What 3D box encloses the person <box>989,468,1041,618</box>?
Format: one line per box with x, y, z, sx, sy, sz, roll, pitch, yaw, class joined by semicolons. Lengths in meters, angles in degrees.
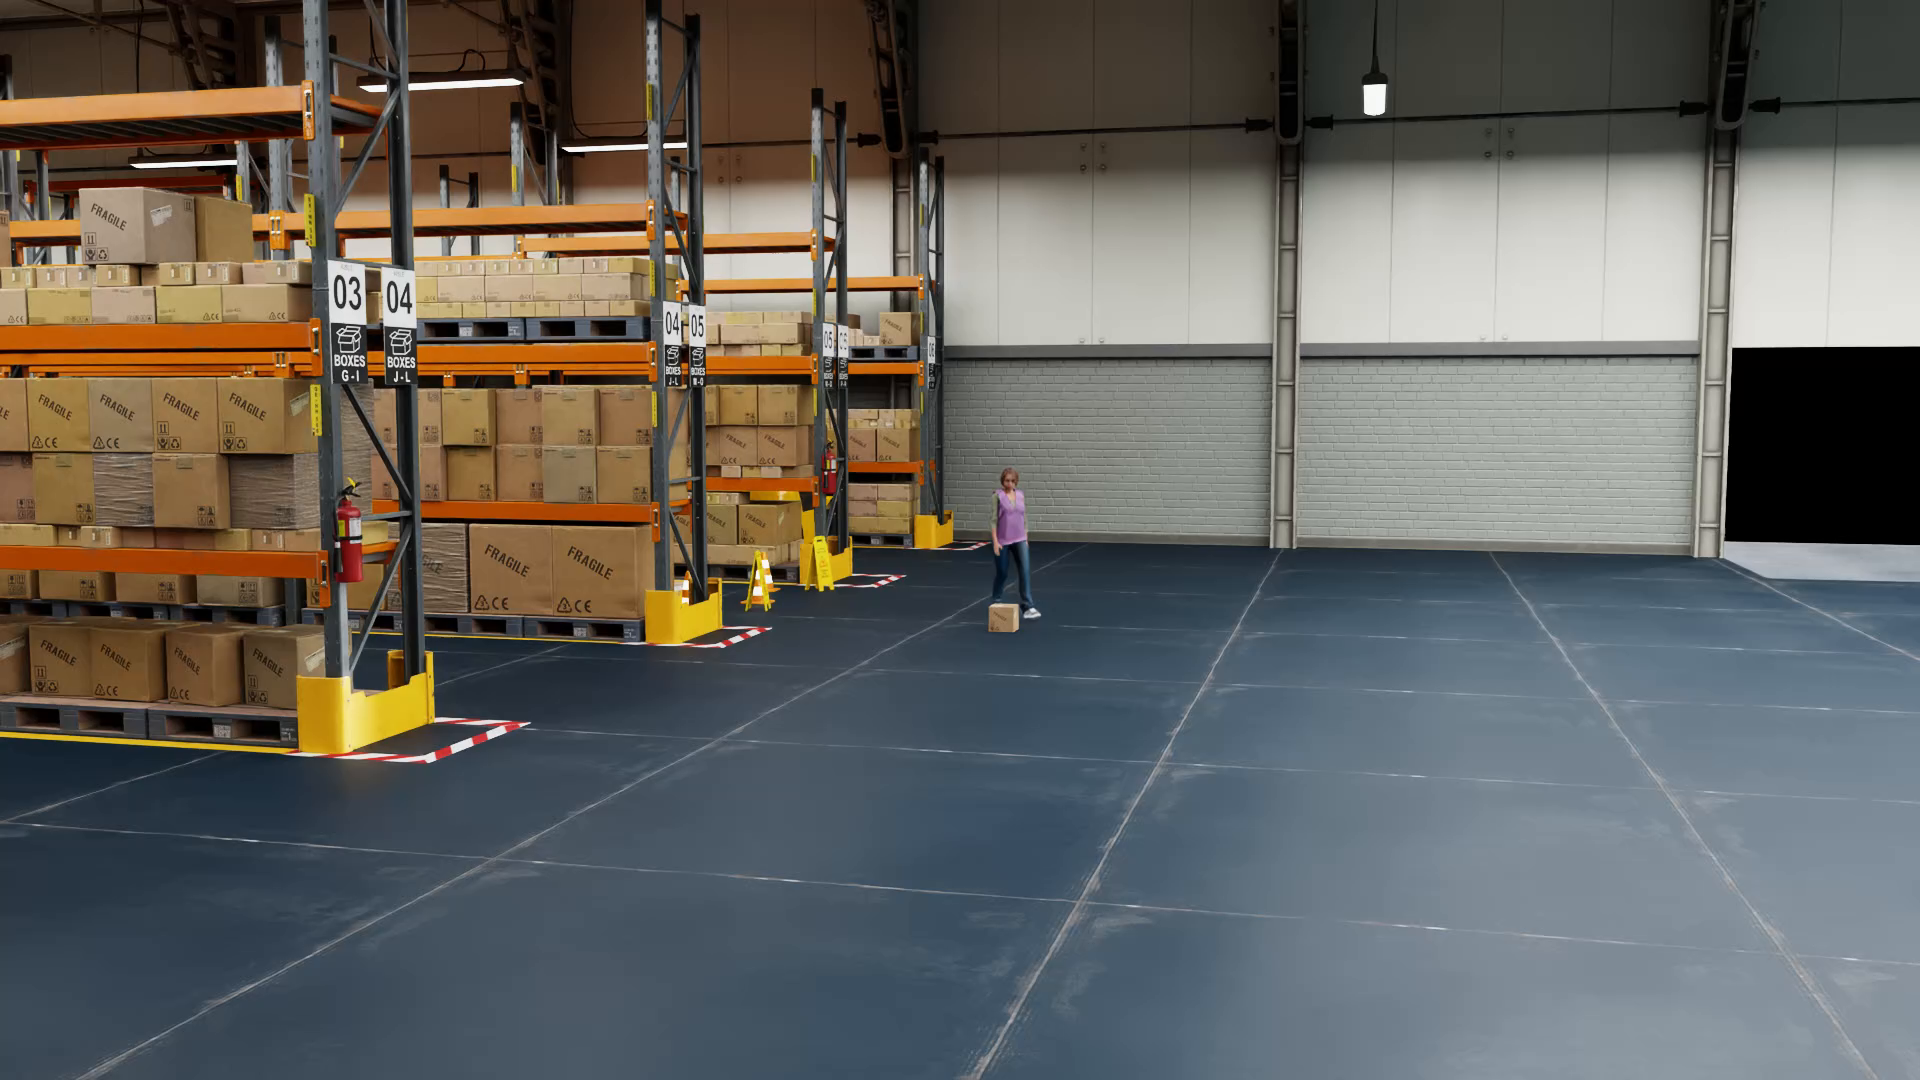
0.530;0.025;17.290;0.450;1.551;0.847;-2;5;-17;person
